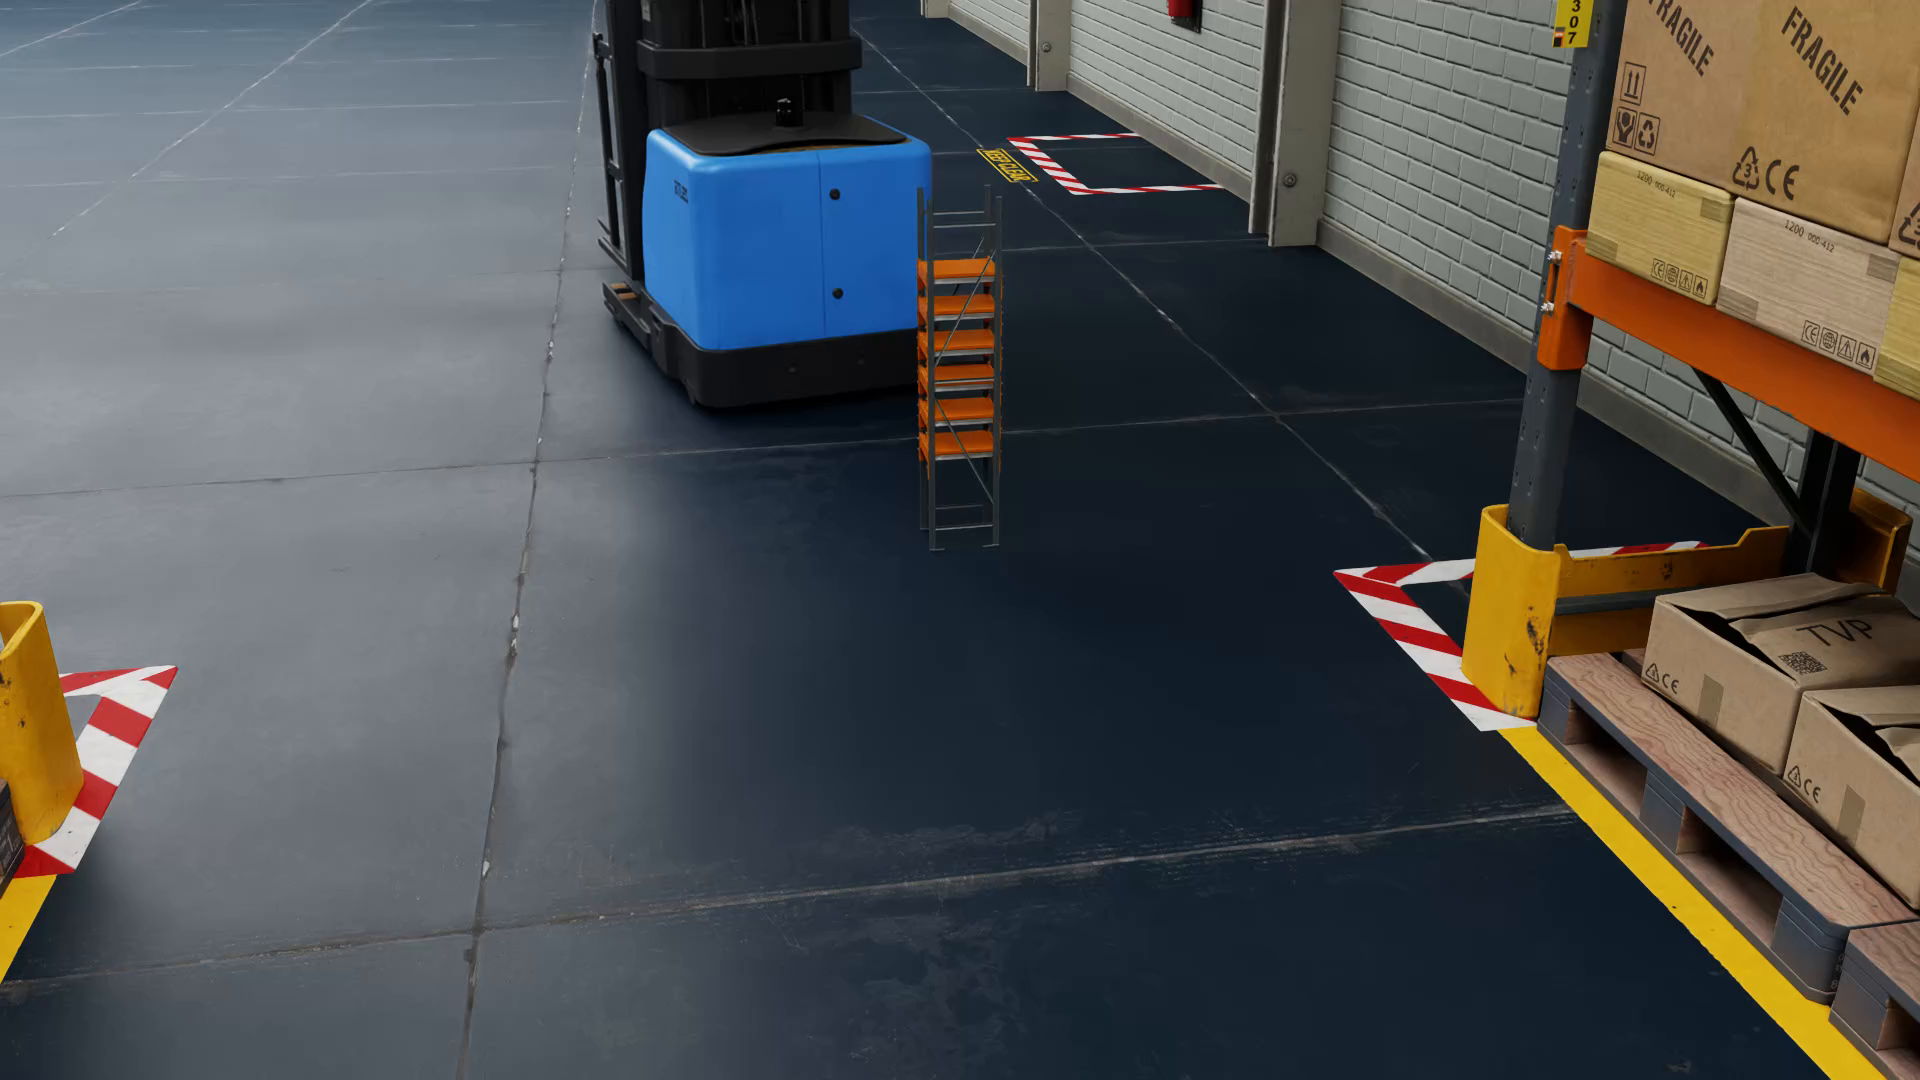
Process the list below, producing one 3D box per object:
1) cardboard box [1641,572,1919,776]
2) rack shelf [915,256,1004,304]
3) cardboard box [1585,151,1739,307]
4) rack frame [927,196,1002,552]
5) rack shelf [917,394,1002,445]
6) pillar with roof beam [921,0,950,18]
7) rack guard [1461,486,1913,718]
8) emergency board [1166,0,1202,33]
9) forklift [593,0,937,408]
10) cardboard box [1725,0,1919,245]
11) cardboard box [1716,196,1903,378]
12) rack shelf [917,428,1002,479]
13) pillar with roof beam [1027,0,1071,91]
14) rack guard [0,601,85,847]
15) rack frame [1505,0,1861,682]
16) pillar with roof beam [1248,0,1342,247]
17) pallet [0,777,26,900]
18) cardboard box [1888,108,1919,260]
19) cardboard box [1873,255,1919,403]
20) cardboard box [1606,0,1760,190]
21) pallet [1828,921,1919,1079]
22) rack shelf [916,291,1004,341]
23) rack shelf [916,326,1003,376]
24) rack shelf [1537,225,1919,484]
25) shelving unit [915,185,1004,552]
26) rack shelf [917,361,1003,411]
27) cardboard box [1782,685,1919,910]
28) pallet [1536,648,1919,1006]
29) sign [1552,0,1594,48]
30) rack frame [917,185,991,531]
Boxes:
[{"bbox_3d":[2.089,0.293,4.141,0.500,0.311,0.500,-7,25,-16],"label":"cardboard box"},{"bbox_3d":[-0.003,-0.845,5.397,0.258,0.103,0.180,-4,24,-10],"label":"rack shelf"},{"bbox_3d":[1.828,-0.741,3.862,0.500,0.250,0.500,-5,24,-11],"label":"cardboard box"},{"bbox_3d":[0.014,-0.520,5.440,0.240,1.200,0.006,-4,24,-10],"label":"rack frame"},{"bbox_3d":[-0.003,-0.405,5.589,0.258,0.103,0.180,-4,24,-10],"label":"rack shelf"},{"bbox_3d":[-4.530,-10.316,18.126,9.100,9.000,0.400,-4,24,-10],"label":"pillar with roof beam"},{"bbox_3d":[2.064,0.159,4.761,1.175,0.500,0.348,-4,24,-10],"label":"rack guard"},{"bbox_3d":[1.500,-4.140,11.481,0.194,1.169,0.643,-4,24,-10],"label":"emergency board"},{"bbox_3d":[-1.135,-2.445,7.686,1.130,2.935,3.031,-9,25,-21],"label":"forklift"},{"bbox_3d":[1.924,-0.895,3.277,0.500,0.500,0.500,-4,24,-10],"label":"cardboard box"},{"bbox_3d":[1.938,-0.538,3.397,0.500,0.250,0.500,-5,24,-11],"label":"cardboard box"},{"bbox_3d":[-0.003,-0.295,5.637,0.258,0.103,0.180,-4,24,-10],"label":"rack shelf"},{"bbox_3d":[-3.420,-7.956,12.722,9.100,9.000,0.400,-4,24,-10],"label":"pillar with roof beam"},{"bbox_3d":[-2.822,0.488,4.008,1.175,0.500,0.348,-4,24,-10],"label":"rack guard"},{"bbox_3d":[2.050,-1.016,4.329,1.000,3.000,0.127,-4,24,-10],"label":"rack frame"},{"bbox_3d":[-2.311,-5.596,7.319,9.100,9.000,0.400,-4,24,-10],"label":"pillar with roof beam"},{"bbox_3d":[-2.635,0.927,3.363,1.003,0.211,1.213,-4,24,-10],"label":"pallet"},{"bbox_3d":[2.014,-0.692,2.811,0.500,0.500,0.500,-5,24,-11],"label":"cardboard box"},{"bbox_3d":[2.026,-0.337,2.937,0.500,0.250,0.500,-5,24,-11],"label":"cardboard box"},{"bbox_3d":[1.843,-1.090,3.724,0.500,0.500,0.500,-4,24,-10],"label":"cardboard box"},{"bbox_3d":[2.401,1.093,2.985,1.003,0.211,1.213,-4,24,-10],"label":"pallet"},{"bbox_3d":[-0.003,-0.735,5.445,0.258,0.103,0.180,-4,24,-10],"label":"rack shelf"},{"bbox_3d":[-0.003,-0.625,5.493,0.258,0.103,0.180,-4,24,-10],"label":"rack shelf"},{"bbox_3d":[2.420,0.100,2.672,1.077,0.370,4.000,-4,24,-10],"label":"rack shelf"},{"bbox_3d":[-0.003,-0.556,5.523,0.258,1.200,0.189,-4,24,-10],"label":"shelving unit"},{"bbox_3d":[-0.003,-0.515,5.541,0.258,0.103,0.180,-4,24,-10],"label":"rack shelf"},{"bbox_3d":[2.195,0.517,3.627,0.500,0.311,0.500,-2,24,-5],"label":"cardboard box"},{"bbox_3d":[2.179,0.614,4.081,1.003,0.211,1.213,-4,24,-10],"label":"pallet"},{"bbox_3d":[1.517,-1.373,4.064,0.100,0.325,0.005,-4,24,-10],"label":"sign"},{"bbox_3d":[-0.020,-0.592,5.605,0.240,1.200,0.006,-4,24,-10],"label":"rack frame"}]
